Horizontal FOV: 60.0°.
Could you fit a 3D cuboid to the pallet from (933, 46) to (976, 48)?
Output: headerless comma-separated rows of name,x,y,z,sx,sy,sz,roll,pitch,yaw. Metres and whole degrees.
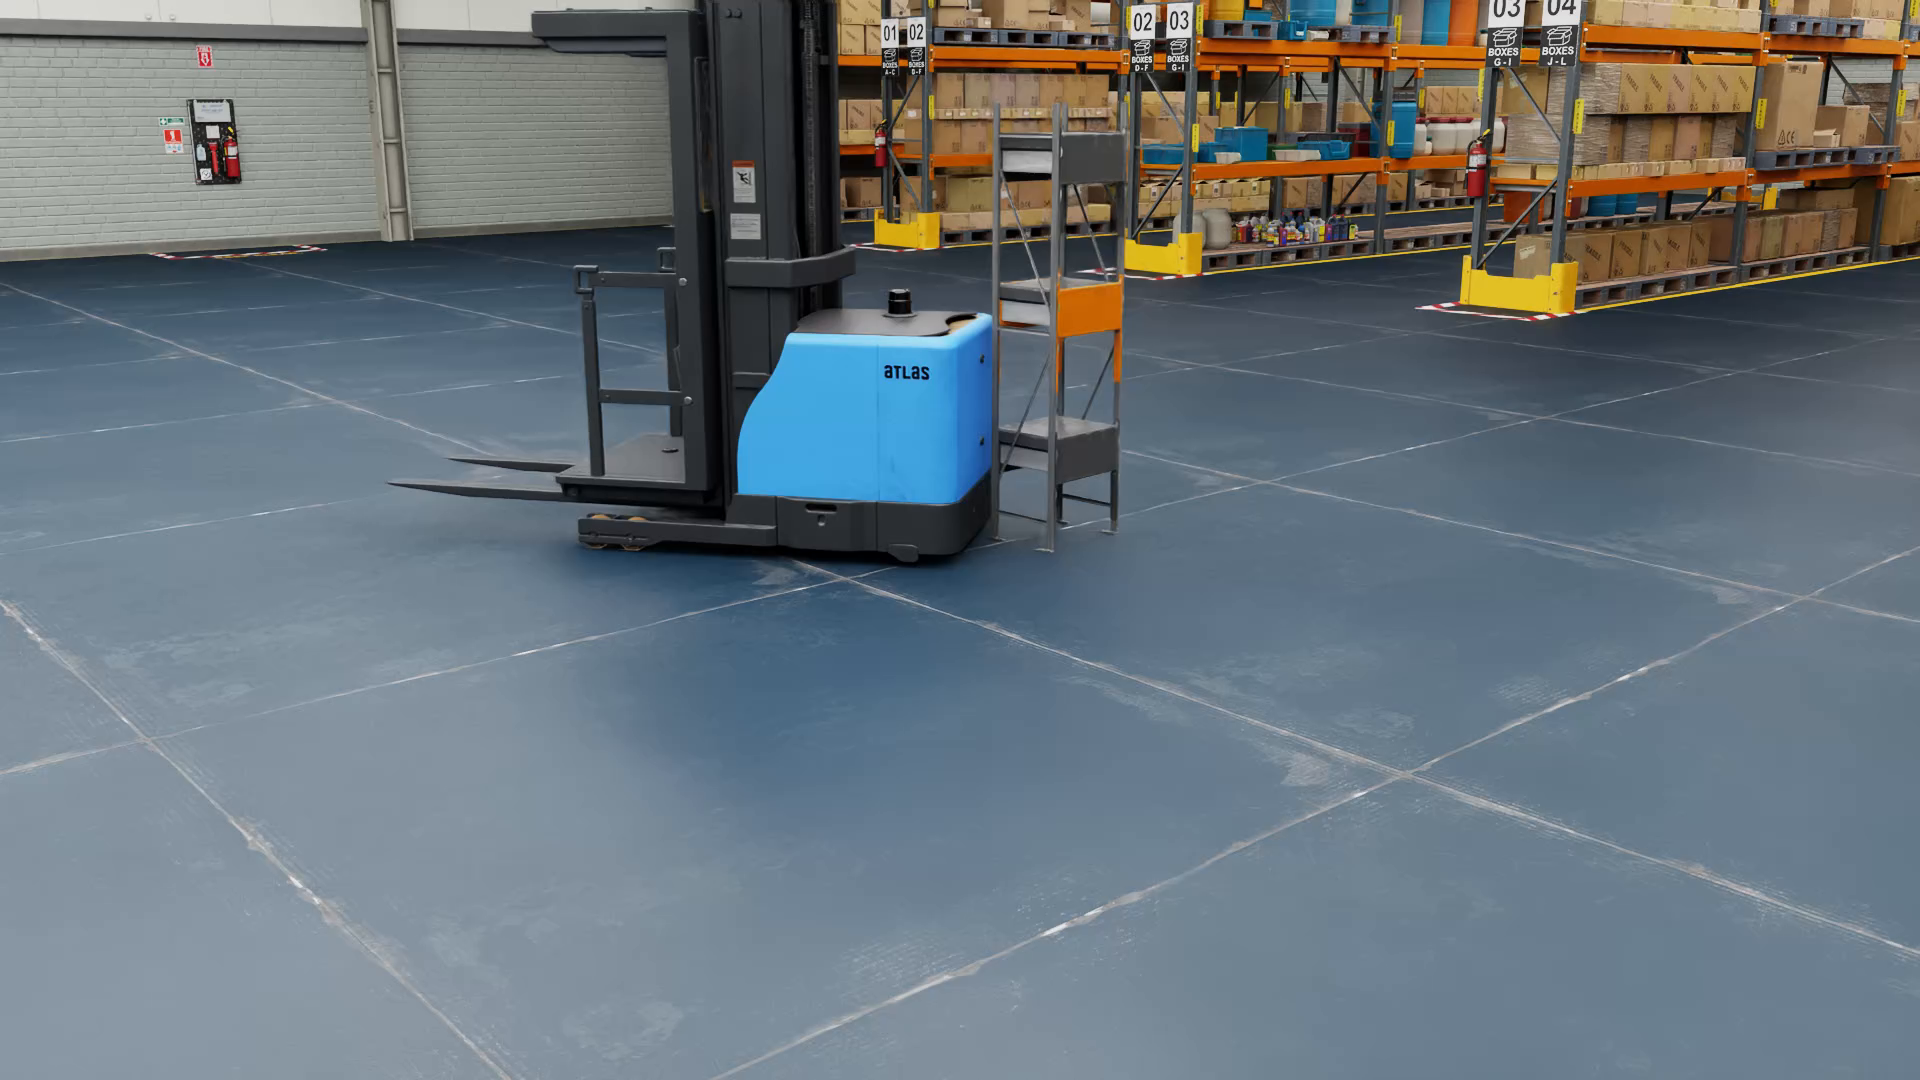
pallet,-0.467,-8.874,30.211,1.003,0.211,1.213,-13,19,-39

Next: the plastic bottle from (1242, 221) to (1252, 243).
plastic bottle,3.859,-4.139,22.344,0.133,0.283,0.061,-13,19,-39

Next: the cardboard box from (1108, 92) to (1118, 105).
cardboard box,2.931,-8.791,33.088,0.500,0.250,0.500,-13,20,-40

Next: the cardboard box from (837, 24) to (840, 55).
cardboard box,-2.396,-8.537,28.353,0.500,0.500,0.500,-11,19,-36

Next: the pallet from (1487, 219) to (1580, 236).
pallet,9.085,-4.975,26.467,1.213,0.211,1.003,-13,19,-39

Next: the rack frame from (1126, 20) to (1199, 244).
rack frame,2.483,-4.825,20.503,0.127,3.000,1.000,-13,19,-39

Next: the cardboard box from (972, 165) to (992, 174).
cardboard box,0.261,-7.091,31.523,0.500,0.250,0.500,-13,20,-41

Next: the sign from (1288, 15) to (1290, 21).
sign,5.627,-8.773,28.315,0.005,0.325,0.100,-13,19,-39

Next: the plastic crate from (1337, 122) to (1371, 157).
plastic crate,5.665,-5.676,23.562,0.583,0.464,0.402,-13,19,-39

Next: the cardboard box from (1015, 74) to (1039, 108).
cardboard box,0.785,-6.812,25.231,0.500,0.500,0.700,-13,19,-39

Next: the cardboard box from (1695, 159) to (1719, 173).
cardboard box,8.244,-4.189,18.605,0.250,0.149,0.380,-13,19,-39

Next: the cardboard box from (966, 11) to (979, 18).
cardboard box,-0.070,-7.684,24.598,0.500,0.250,0.500,-13,19,-39

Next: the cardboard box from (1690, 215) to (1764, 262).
cardboard box,9.229,-3.644,20.069,0.700,0.500,0.500,14,21,43

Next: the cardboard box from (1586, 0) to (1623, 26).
cardboard box,6.267,-5.269,16.642,0.500,0.250,0.500,-12,19,-38

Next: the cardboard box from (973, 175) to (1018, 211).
cardboard box,0.529,-5.247,25.142,0.500,0.500,0.500,-13,19,-39

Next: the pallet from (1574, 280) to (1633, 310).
pallet,6.427,-2.658,17.791,1.213,0.211,1.003,-13,19,-39

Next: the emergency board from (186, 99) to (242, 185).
emergency board,-10.476,-5.614,23.453,0.643,1.169,0.194,-13,19,-39

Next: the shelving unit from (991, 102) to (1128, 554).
shelving unit,0.472,-1.030,8.036,0.431,2.100,0.503,14,20,42

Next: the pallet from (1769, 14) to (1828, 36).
pallet,9.287,-5.981,19.381,1.003,0.211,1.213,-13,19,-39

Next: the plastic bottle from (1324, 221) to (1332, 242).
plastic bottle,4.963,-4.170,22.460,0.133,0.283,0.061,-11,19,-36

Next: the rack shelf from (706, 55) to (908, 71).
rack shelf,-2.512,-8.195,28.698,4.000,0.370,1.077,-13,19,-39

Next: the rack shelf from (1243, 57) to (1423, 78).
rack shelf,6.778,-8.586,30.163,4.000,0.370,1.077,-13,19,-39

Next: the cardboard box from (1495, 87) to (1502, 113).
cardboard box,10.380,-8.729,32.985,0.500,0.500,0.500,-12,19,-38

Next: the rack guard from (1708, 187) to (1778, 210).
rack guard,14.562,-6.335,30.997,0.348,0.500,1.175,-13,19,-39

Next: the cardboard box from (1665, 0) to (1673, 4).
cardboard box,7.255,-5.697,17.472,0.250,0.149,0.380,-13,20,-40

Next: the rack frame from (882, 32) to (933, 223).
rack frame,-0.766,-5.790,24.115,0.127,3.000,1.000,-13,19,-39

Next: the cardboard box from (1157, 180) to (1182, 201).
cardboard box,3.498,-5.807,27.604,0.500,0.311,0.500,-14,20,-41

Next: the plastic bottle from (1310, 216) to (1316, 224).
plastic bottle,4.972,-4.429,23.452,0.097,0.271,0.097,0,15,0

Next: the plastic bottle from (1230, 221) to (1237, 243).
plastic bottle,3.657,-4.146,22.368,0.133,0.283,0.061,-12,19,-38

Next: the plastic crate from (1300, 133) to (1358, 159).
plastic crate,5.022,-5.409,22.808,0.504,0.338,0.767,-13,19,-39

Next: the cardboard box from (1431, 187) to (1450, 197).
cardboard box,9.391,-6.844,32.699,0.250,0.166,0.380,-13,19,-39

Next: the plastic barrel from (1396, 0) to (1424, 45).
plastic barrel,6.235,-7.434,23.483,0.600,0.901,0.600,0,15,0

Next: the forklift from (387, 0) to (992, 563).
forklift,-1.377,-1.489,8.145,3.031,2.935,1.130,3,15,12

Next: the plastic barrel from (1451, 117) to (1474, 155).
plastic barrel,7.246,-5.886,24.209,0.433,0.535,0.433,0,15,0

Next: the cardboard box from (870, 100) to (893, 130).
cardboard box,-1.529,-7.505,29.334,0.500,0.500,0.500,-13,20,-40

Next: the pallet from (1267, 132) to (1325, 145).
pallet,5.734,-7.181,29.695,1.003,0.211,1.213,-13,19,-39

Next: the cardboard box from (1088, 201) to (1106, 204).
cardboard box,2.374,-5.469,27.427,0.500,0.250,0.500,-13,20,-40

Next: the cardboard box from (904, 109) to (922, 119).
cardboard box,-0.603,-6.254,24.400,0.250,0.149,0.380,-13,20,-40

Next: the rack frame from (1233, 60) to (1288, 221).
rack frame,5.269,-7.146,29.189,0.127,3.000,1.000,-13,19,-39

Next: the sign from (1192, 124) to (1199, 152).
sign,2.841,-4.851,20.063,0.005,0.325,0.100,-13,19,-39

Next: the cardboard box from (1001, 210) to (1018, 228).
cardboard box,0.537,-4.882,25.231,0.500,0.250,0.500,-13,19,-39

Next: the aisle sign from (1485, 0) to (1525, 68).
aisle sign,5.490,-5.165,16.737,0.004,0.787,0.394,-13,19,-39

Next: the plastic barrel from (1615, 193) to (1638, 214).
plastic barrel,11.114,-5.959,27.997,0.708,0.901,0.600,-13,19,-39

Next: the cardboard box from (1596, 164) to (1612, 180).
cardboard box,6.505,-3.820,17.225,0.250,0.149,0.380,-13,19,-39

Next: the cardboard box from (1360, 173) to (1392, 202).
cardboard box,7.724,-6.607,31.162,0.500,0.500,0.500,-13,19,-39

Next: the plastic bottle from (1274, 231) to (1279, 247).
plastic bottle,4.133,-3.950,21.796,0.097,0.201,0.097,0,15,0

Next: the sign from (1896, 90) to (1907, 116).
sign,12.132,-5.634,21.438,0.005,0.325,0.100,-13,19,-39

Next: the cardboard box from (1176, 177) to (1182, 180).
cardboard box,3.904,-6.083,28.638,0.500,0.311,0.500,-13,20,-41

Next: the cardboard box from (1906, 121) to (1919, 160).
cardboard box,12.702,-5.382,22.392,0.500,0.500,0.500,-13,20,-41

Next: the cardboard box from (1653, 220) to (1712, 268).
cardboard box,8.424,-3.474,19.474,0.500,0.500,0.500,-13,20,-41

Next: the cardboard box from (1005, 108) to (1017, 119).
cardboard box,0.642,-6.395,24.929,0.250,0.149,0.380,-13,20,-40

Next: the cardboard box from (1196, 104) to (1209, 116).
cardboard box,4.849,-8.861,34.803,0.500,0.500,0.500,-13,20,-40

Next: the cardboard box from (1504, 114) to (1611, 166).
cardboard box,6.167,-4.141,17.171,0.500,0.500,0.875,-13,19,-39

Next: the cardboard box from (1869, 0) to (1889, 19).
cardboard box,11.194,-6.737,20.684,0.500,0.500,0.500,-13,20,-39

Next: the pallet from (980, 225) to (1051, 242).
pallet,0.703,-4.787,25.760,1.213,0.211,1.003,-13,19,-39

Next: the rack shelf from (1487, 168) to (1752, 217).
rack shelf,7.243,-3.852,18.254,4.000,0.370,1.077,-13,19,-39
